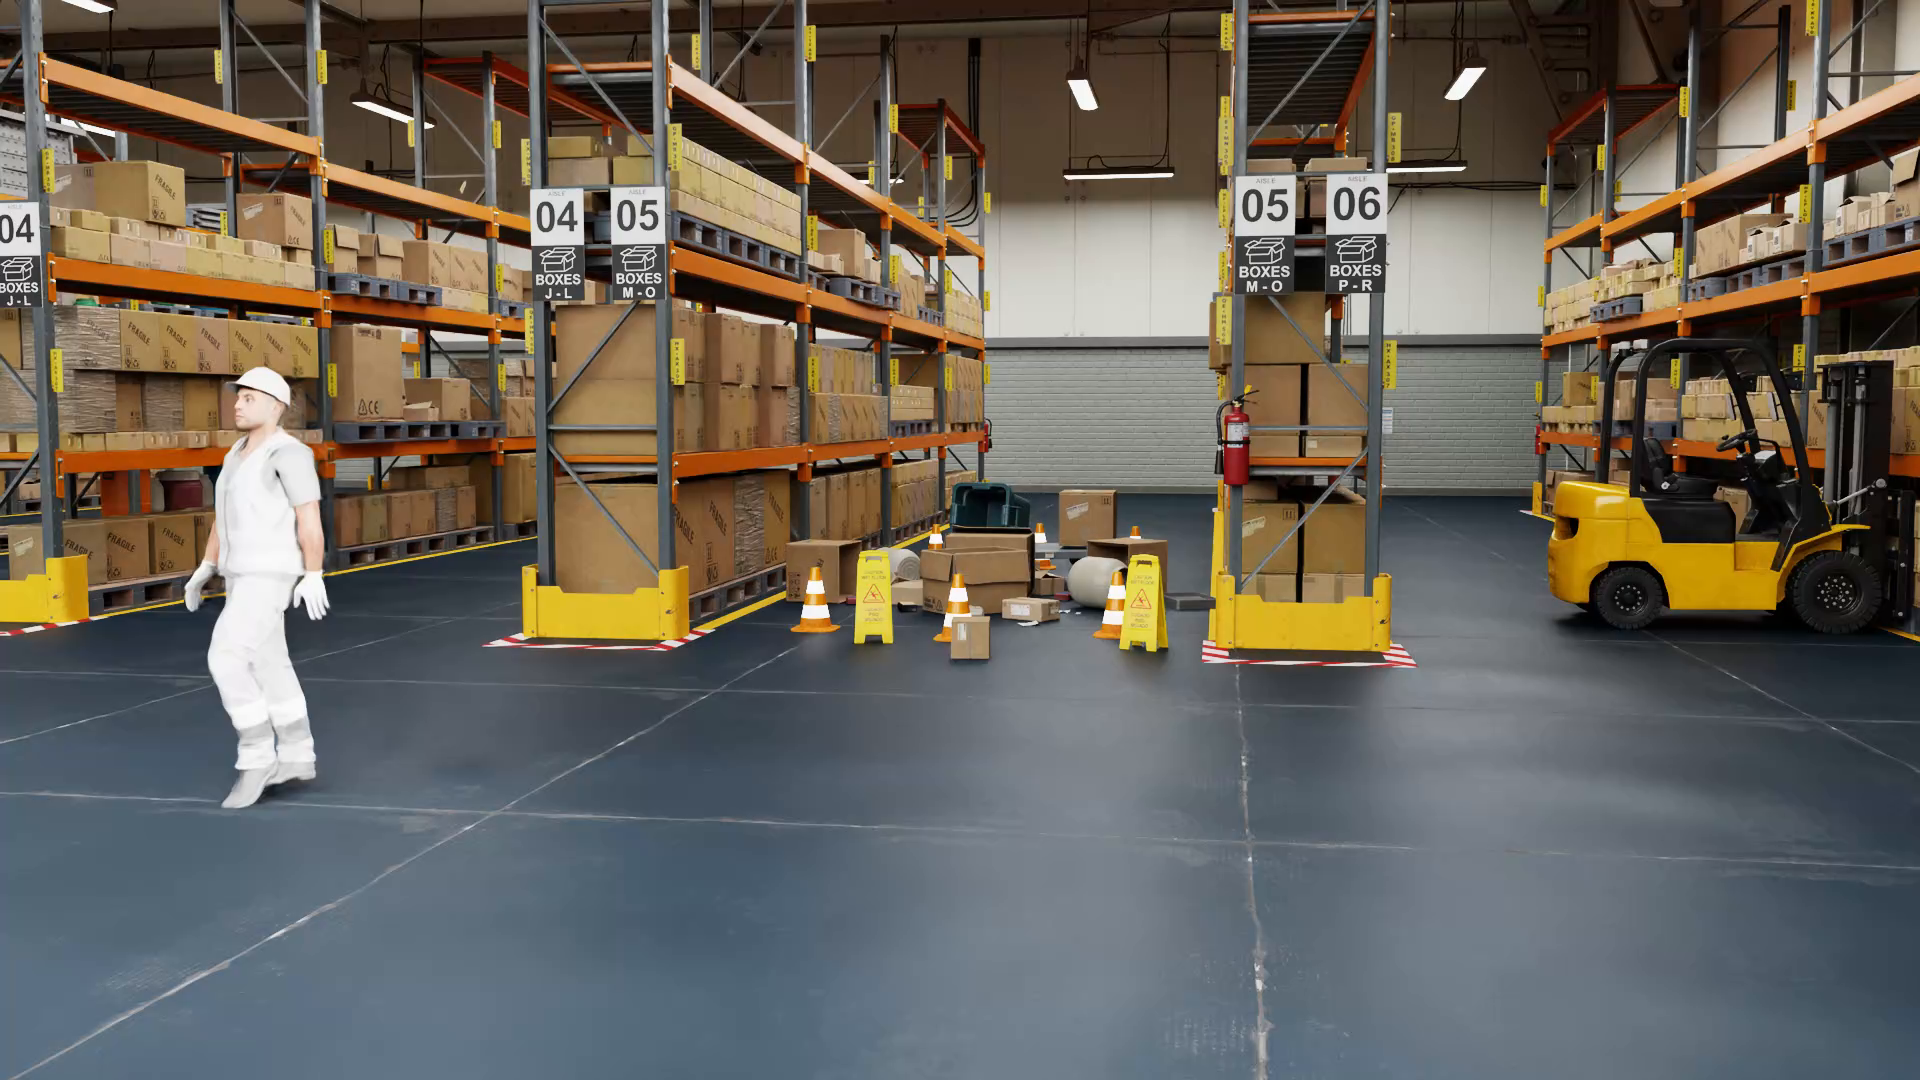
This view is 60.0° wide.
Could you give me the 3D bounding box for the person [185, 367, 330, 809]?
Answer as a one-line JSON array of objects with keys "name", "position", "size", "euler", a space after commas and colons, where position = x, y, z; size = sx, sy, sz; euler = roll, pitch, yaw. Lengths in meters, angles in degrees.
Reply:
[{"name": "person", "position": [-2.970, 0.193, 6.986], "size": [0.523, 1.832, 0.516], "euler": [4, 6, 42]}]
